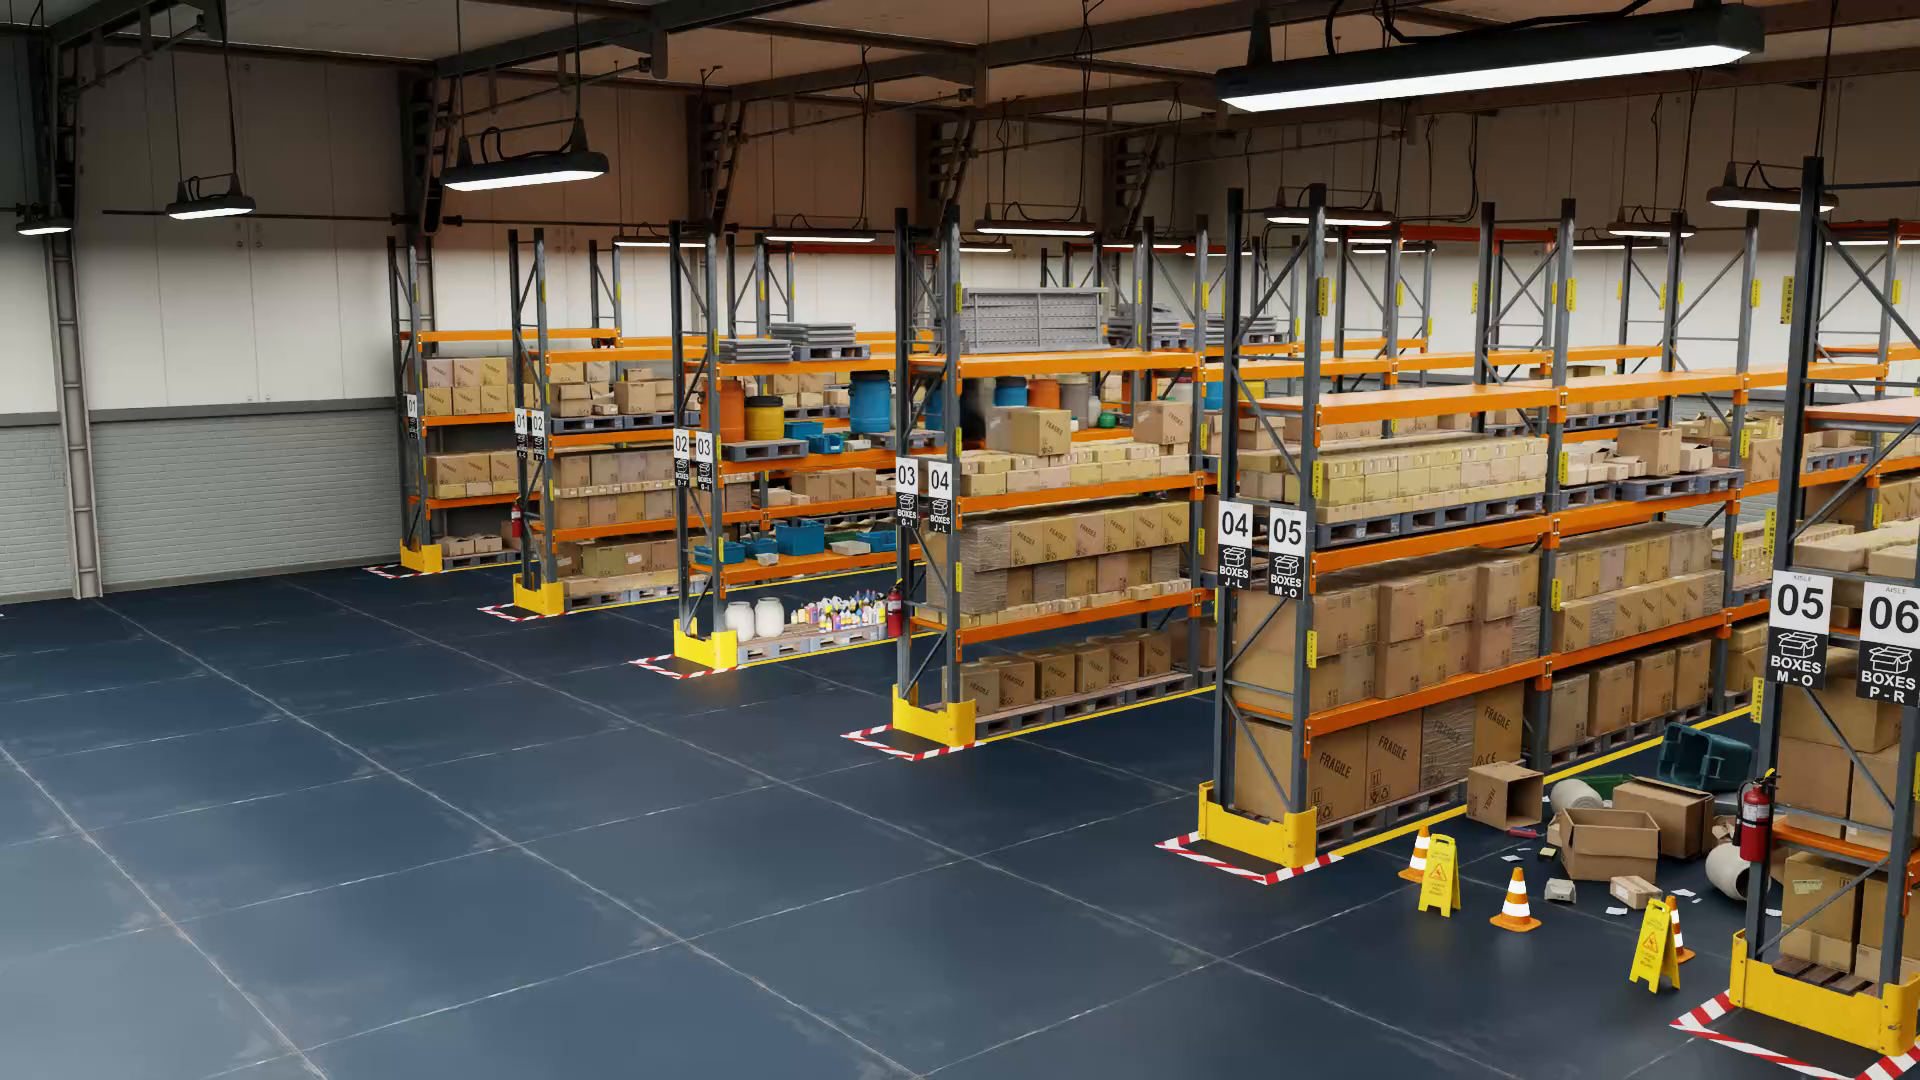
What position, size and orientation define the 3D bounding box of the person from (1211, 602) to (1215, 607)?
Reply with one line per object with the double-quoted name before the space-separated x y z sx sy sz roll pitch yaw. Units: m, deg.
"person" 4.157 0.259 26.737 0.527 1.661 0.575 -8 12 -44
